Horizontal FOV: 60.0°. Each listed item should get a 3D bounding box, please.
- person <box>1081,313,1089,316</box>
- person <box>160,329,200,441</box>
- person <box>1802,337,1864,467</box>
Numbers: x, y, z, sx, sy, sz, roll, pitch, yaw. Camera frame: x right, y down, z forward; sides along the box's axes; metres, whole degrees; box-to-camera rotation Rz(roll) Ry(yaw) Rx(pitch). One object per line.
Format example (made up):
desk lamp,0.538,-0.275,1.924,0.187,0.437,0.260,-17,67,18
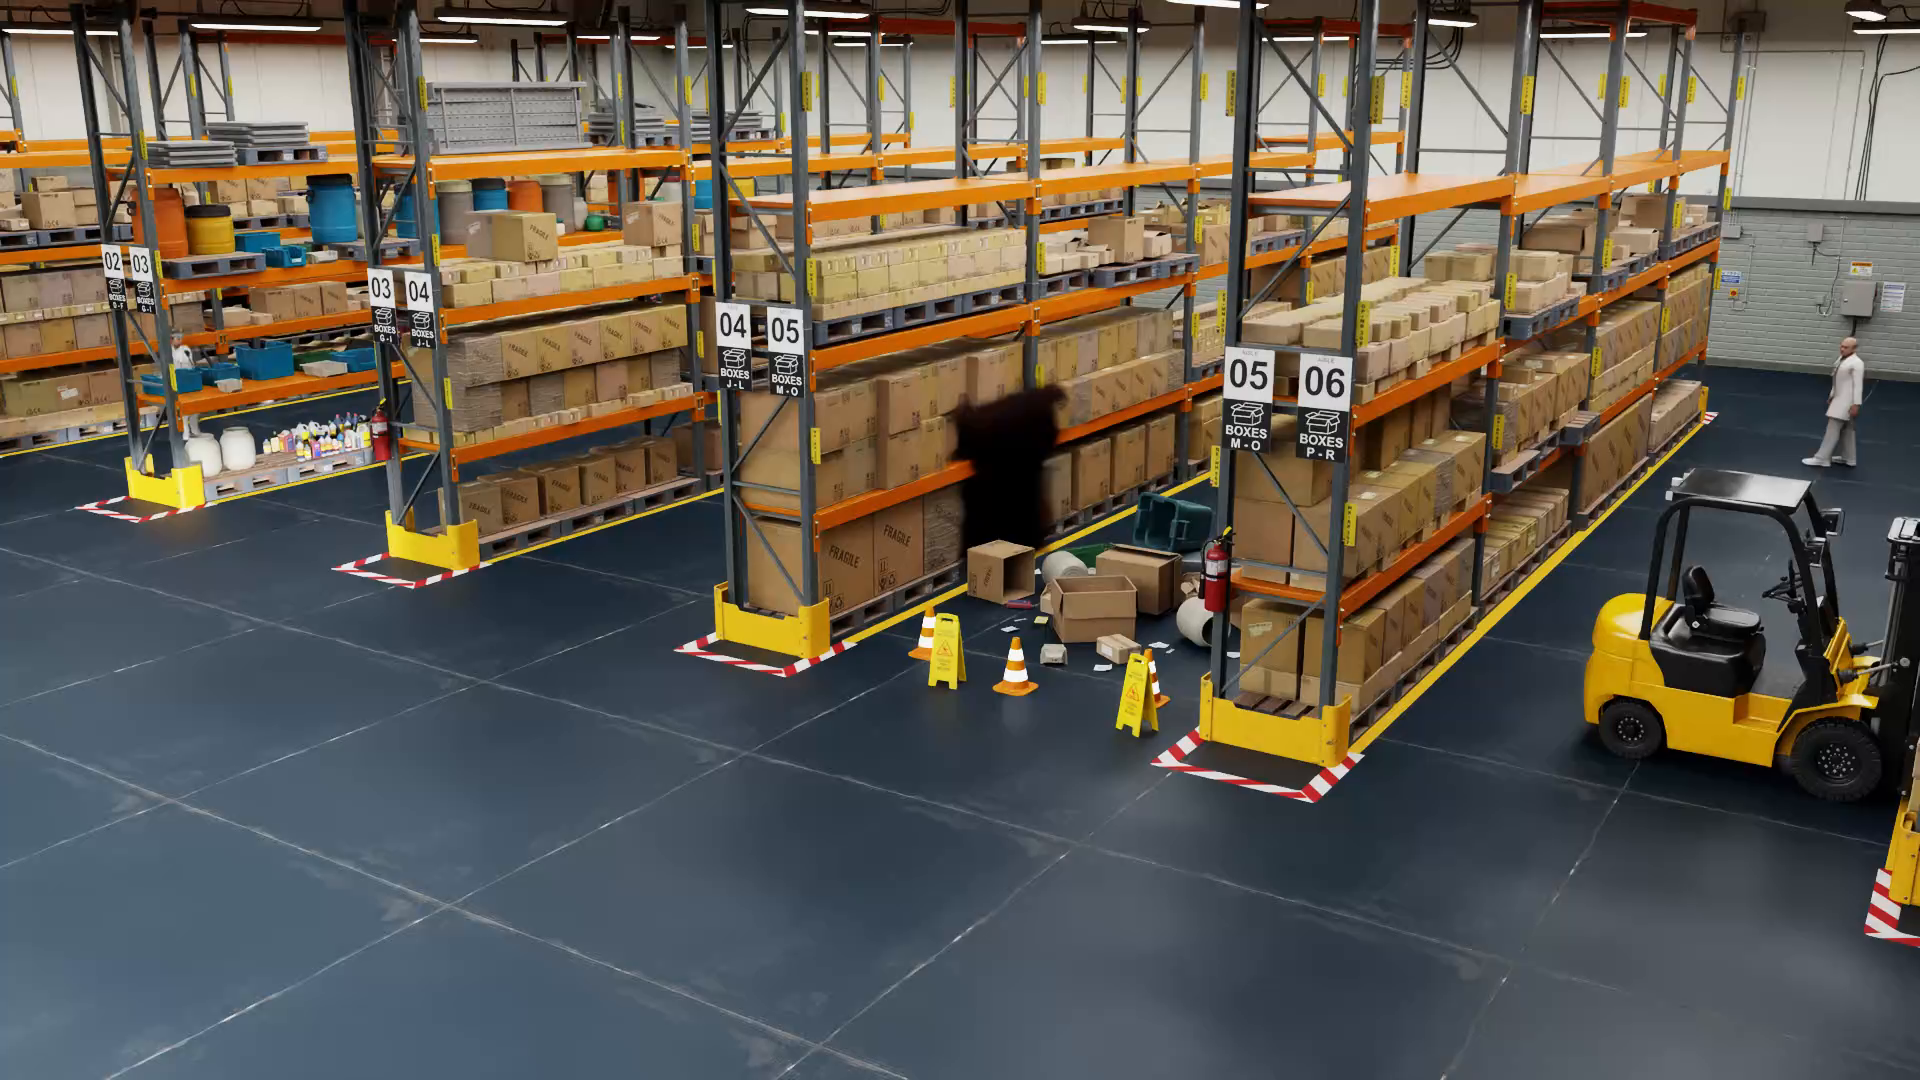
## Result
person,1.963,-2.780,26.183,0.328,1.599,0.504,7,17,24
person,-11.357,-2.248,24.224,0.489,1.666,0.569,-7,17,-22
person,12.014,-1.902,22.769,0.689,1.768,0.613,7,17,24
